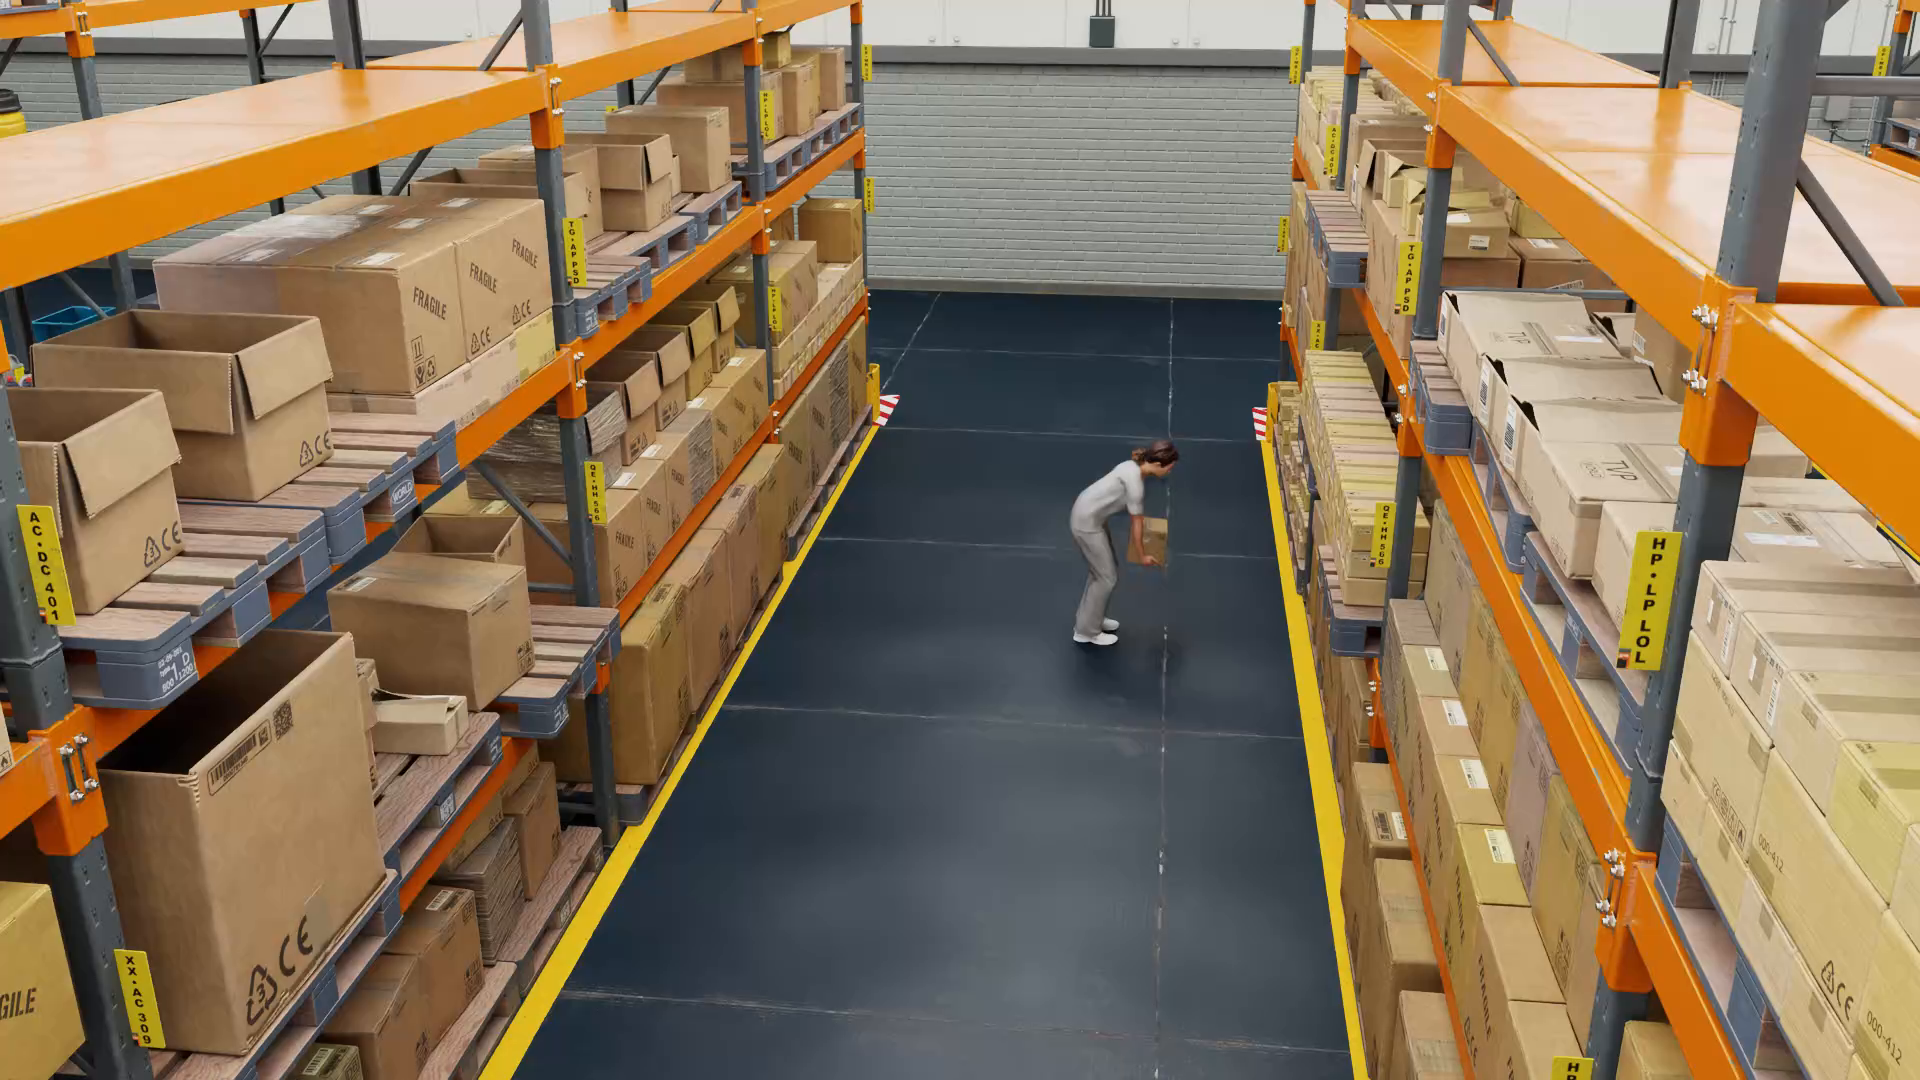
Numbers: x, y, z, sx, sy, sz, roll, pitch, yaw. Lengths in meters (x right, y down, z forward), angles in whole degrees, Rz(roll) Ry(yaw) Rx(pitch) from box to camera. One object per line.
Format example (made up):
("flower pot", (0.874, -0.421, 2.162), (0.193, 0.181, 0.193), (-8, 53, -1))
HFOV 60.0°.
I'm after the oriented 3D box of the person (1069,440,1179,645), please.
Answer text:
("person", (1.111, 0.002, 11.405), (0.724, 1.445, 0.416), (2, 21, 5))
